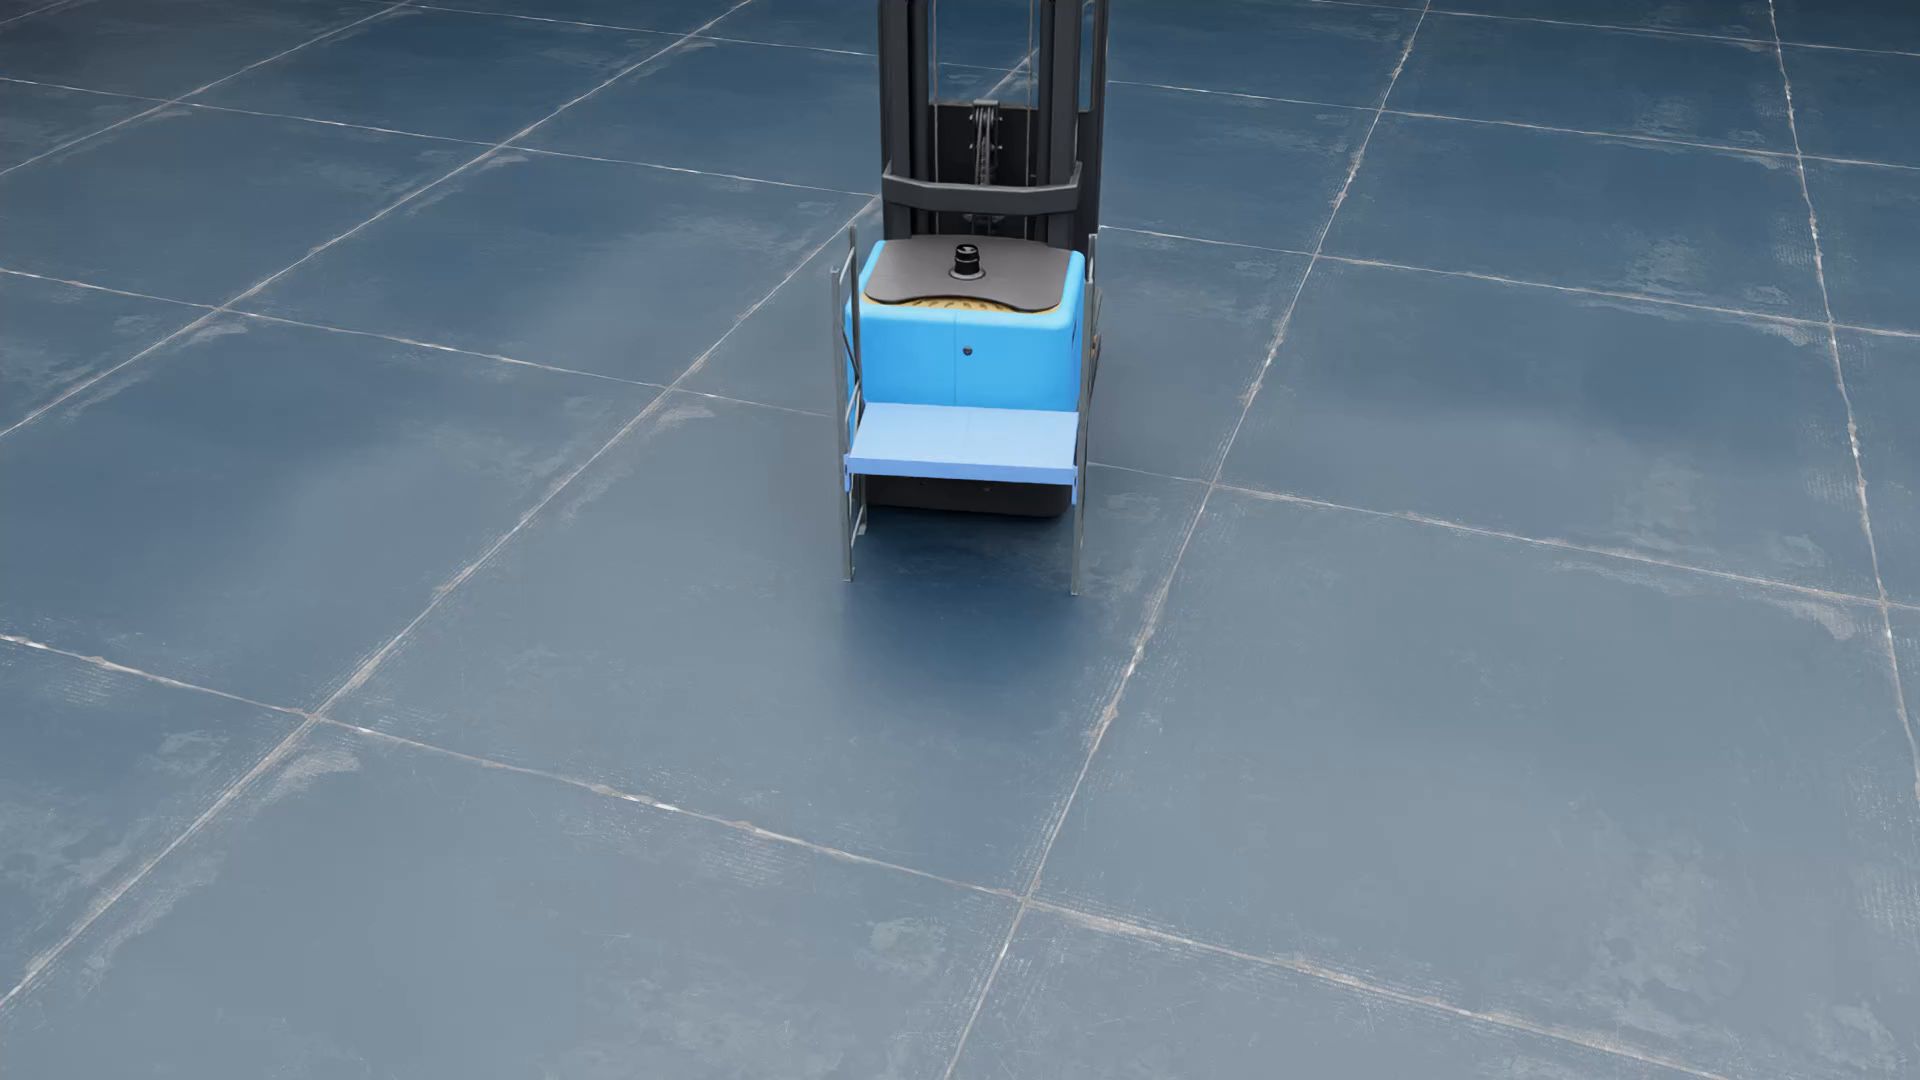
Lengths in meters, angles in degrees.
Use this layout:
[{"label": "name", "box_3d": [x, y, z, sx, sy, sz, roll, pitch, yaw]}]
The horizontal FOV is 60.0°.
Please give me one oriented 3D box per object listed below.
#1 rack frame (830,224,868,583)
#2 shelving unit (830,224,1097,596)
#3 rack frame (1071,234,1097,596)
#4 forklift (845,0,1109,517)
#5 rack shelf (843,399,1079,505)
[{"label": "rack frame", "box_3d": [-0.479, -0.575, 7.258, 0.032, 1.500, 0.500, 3, 33, 5]}, {"label": "shelving unit", "box_3d": [0.027, -0.546, 7.213, 1.048, 1.500, 0.538, 3, 33, 5]}, {"label": "rack frame", "box_3d": [0.532, -0.517, 7.168, 0.032, 1.500, 0.500, 3, 33, 5]}, {"label": "forklift", "box_3d": [0.190, -2.124, 8.337, 1.130, 2.935, 3.031, 4, 33, 7]}, {"label": "rack shelf", "box_3d": [0.027, -0.395, 7.311, 1.000, 0.185, 0.538, 3, 33, 5]}]
